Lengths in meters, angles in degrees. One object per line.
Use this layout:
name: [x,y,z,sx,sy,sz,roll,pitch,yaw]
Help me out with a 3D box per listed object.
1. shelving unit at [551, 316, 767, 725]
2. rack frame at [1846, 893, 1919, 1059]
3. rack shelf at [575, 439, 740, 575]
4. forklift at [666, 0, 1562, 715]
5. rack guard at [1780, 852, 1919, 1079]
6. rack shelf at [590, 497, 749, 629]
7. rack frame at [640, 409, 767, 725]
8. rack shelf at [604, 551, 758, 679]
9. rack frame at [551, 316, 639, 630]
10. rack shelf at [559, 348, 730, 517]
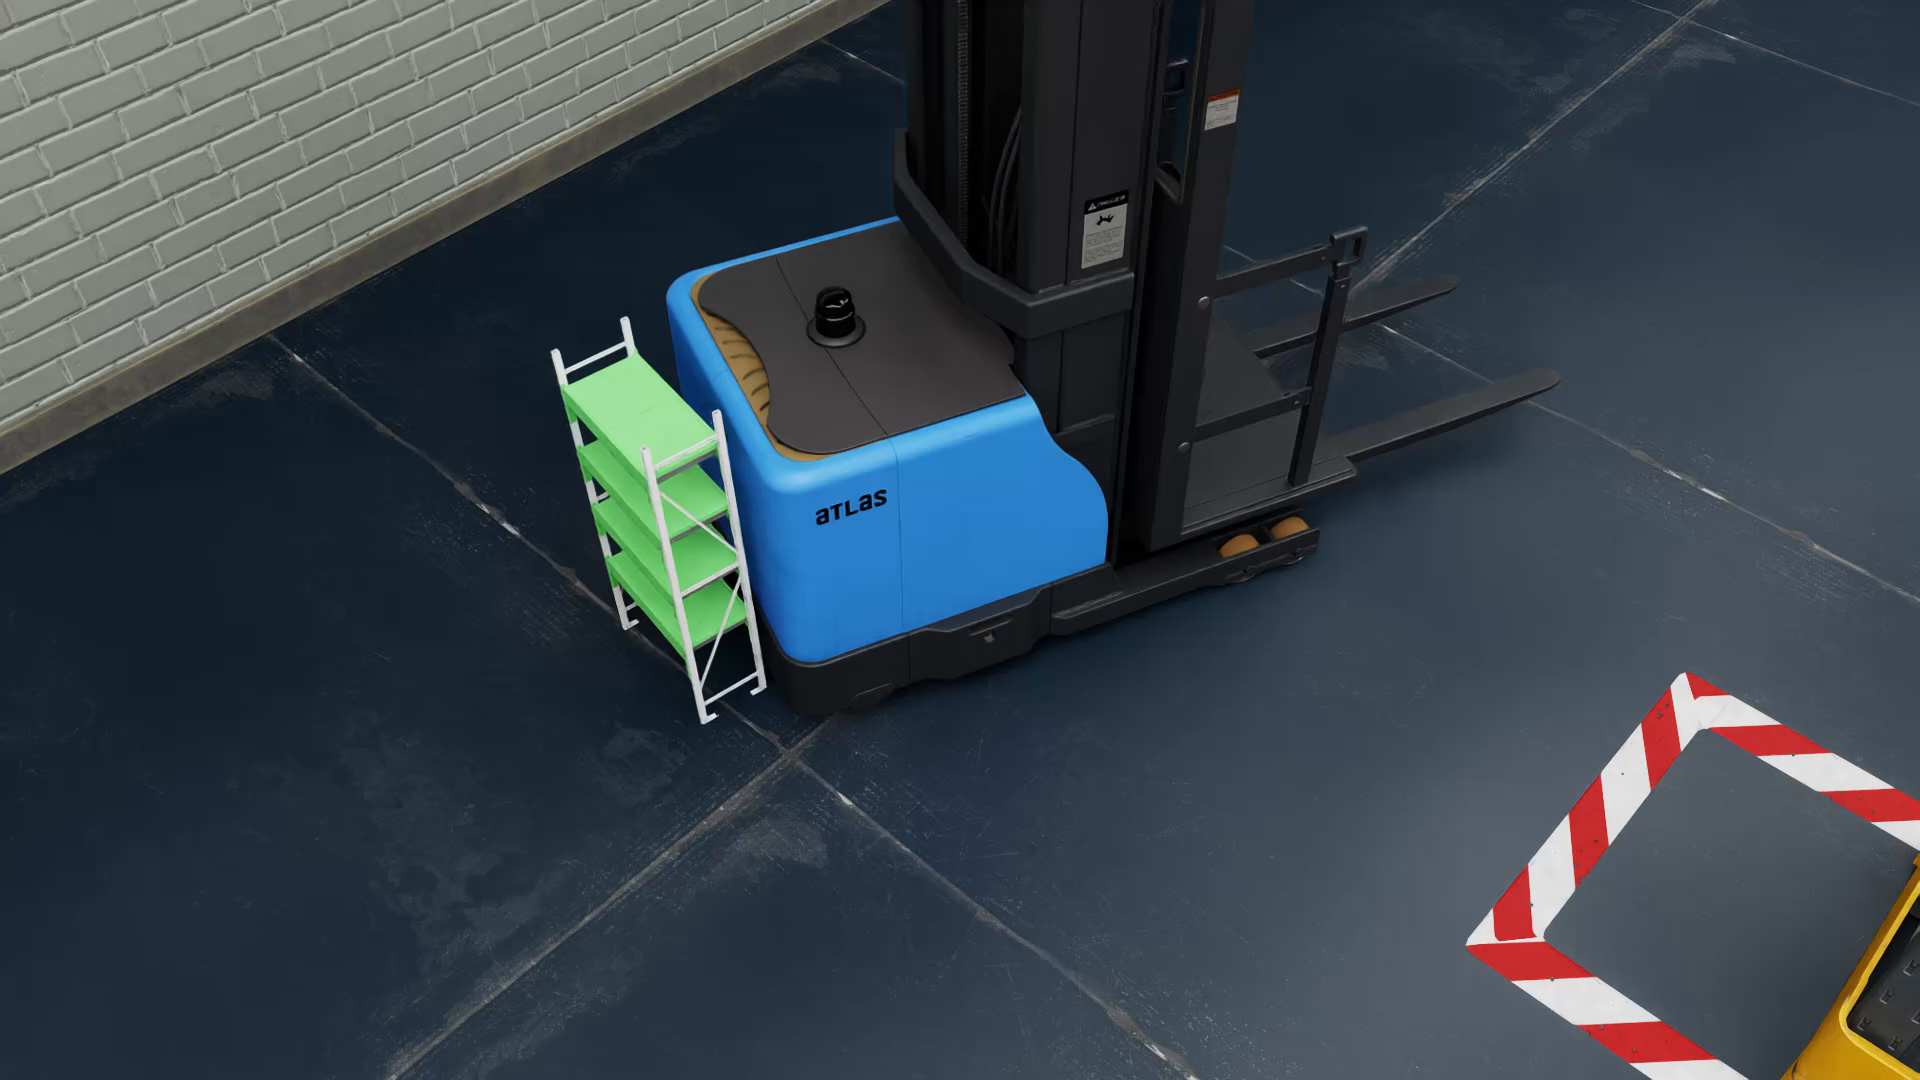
shelving unit: [-0.873,-0.025,4.947,0.258,1.200,0.503,-30,54,-24]
rack frame: [2.542,0.216,3.490,0.053,2.616,0.949,34,55,28]
rack shelf: [-0.876,-0.144,4.817,0.258,0.148,0.480,-30,54,-24]
forklift: [0.657,-1.193,4.860,3.031,2.935,1.130,-18,50,-17]
rack guard: [2.601,1.107,4.368,0.348,0.500,1.175,34,55,28]
rack shelf: [-0.872,0.018,4.994,0.258,0.148,0.480,-30,54,-24]
rack frame: [-0.724,0.116,4.815,0.240,1.200,0.015,-30,54,-24]
rack shelf: [-0.868,0.180,5.171,0.258,0.148,0.480,-30,54,-24]
rack frame: [-1.022,-0.166,5.079,0.240,1.200,0.015,-30,54,-24]
rack shelf: [-0.880,-0.307,4.640,0.258,0.148,0.480,-30,54,-24]
